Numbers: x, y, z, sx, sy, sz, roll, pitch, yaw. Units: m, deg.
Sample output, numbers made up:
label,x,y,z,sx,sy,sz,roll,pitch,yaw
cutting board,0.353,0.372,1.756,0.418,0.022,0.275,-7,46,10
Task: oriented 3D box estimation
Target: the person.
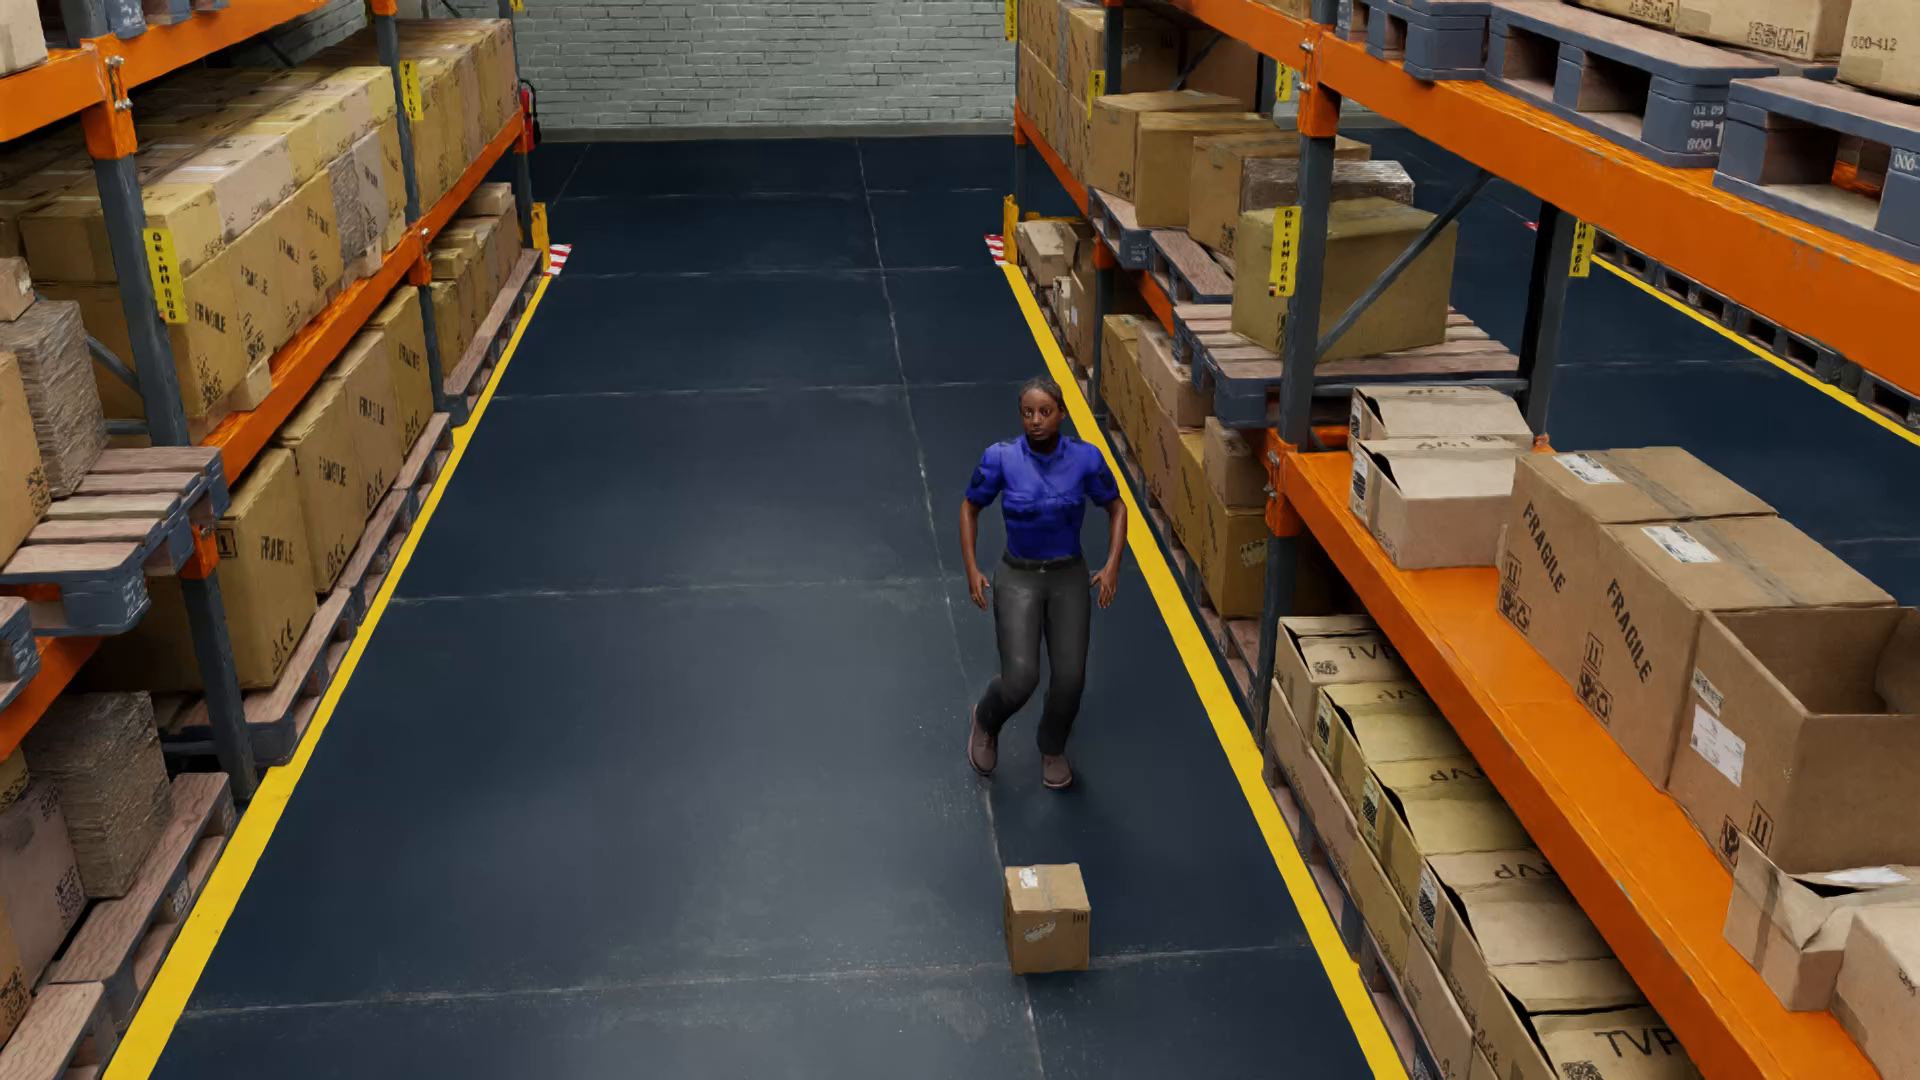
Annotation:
label,x,y,z,sx,sy,sz,roll,pitch,yaw
person,0.334,0.188,6.236,0.624,1.626,0.474,-5,24,-11
